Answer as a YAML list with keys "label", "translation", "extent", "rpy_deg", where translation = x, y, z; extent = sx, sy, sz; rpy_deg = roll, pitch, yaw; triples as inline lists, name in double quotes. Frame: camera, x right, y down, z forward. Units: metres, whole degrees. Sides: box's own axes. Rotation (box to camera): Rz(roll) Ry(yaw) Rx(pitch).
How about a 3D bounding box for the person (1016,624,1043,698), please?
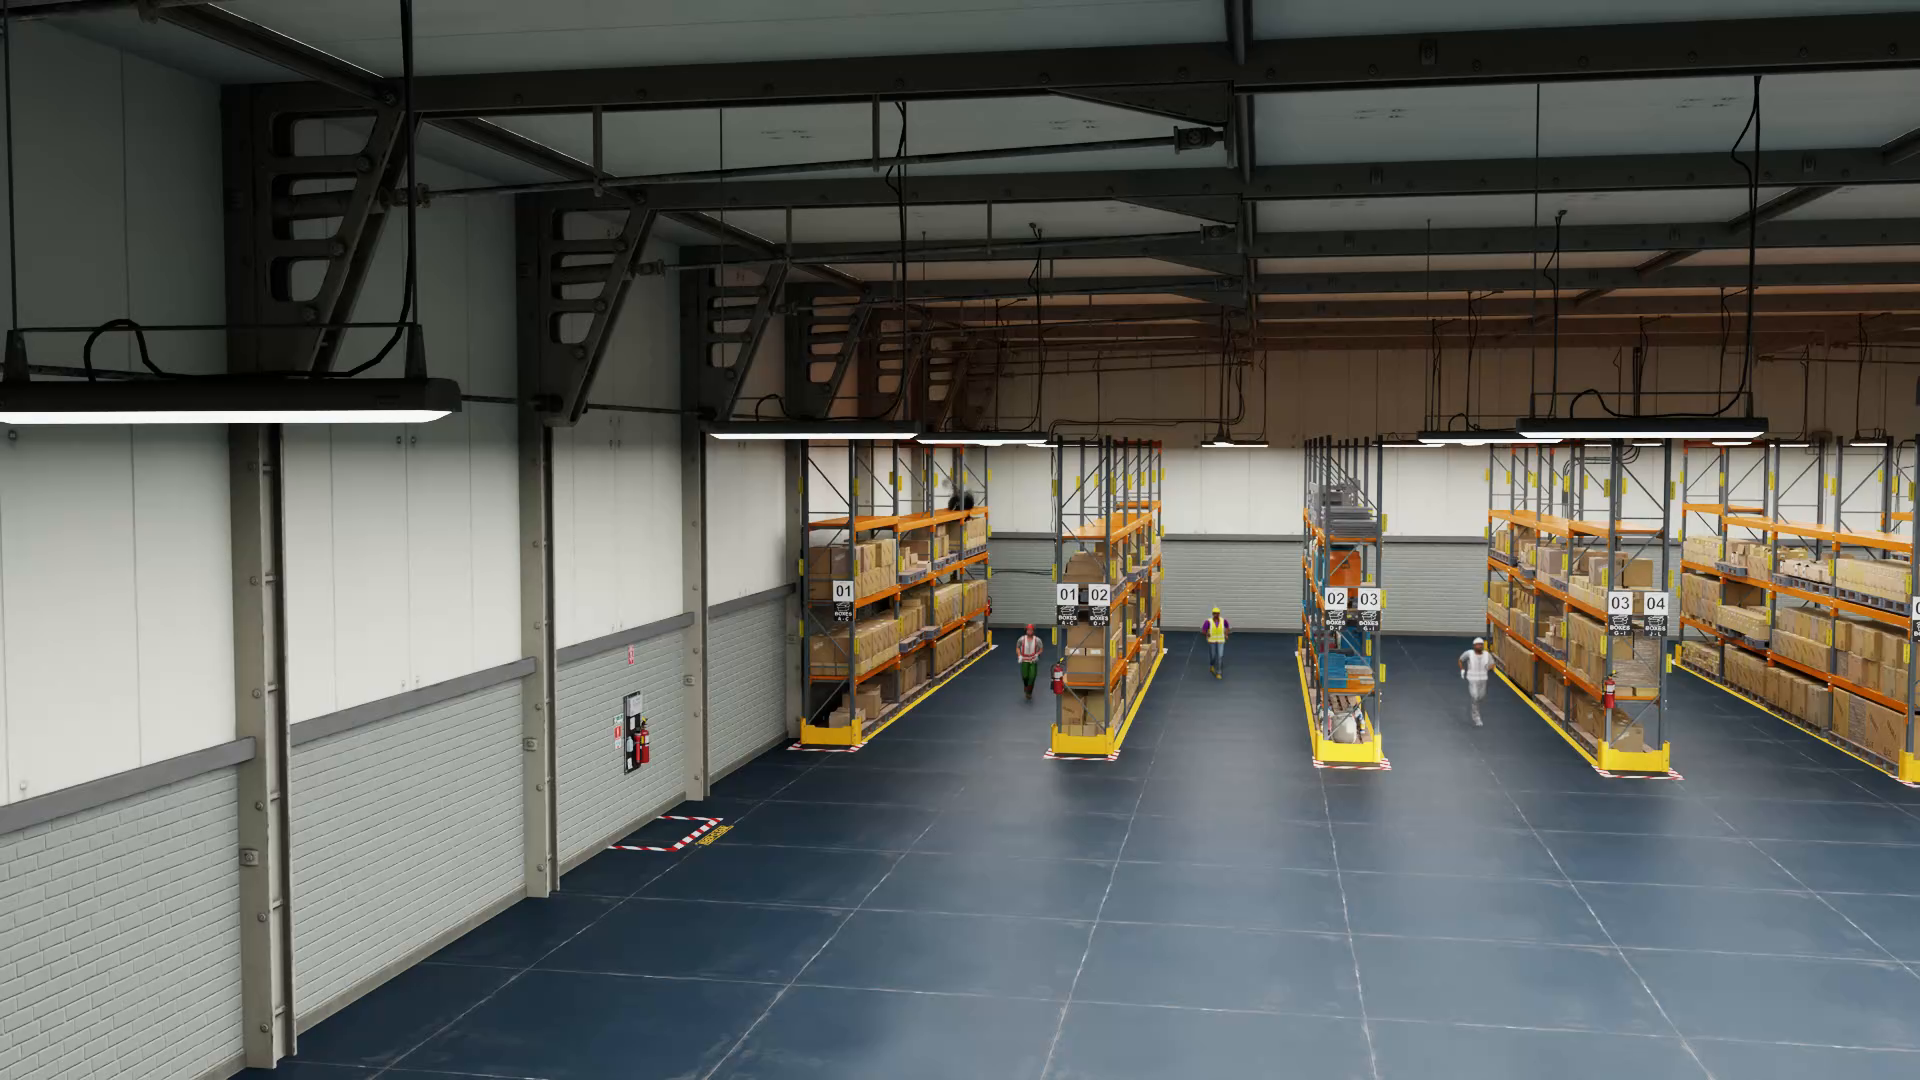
- label: "person"
  translation: [1.602, 2.798, 38.156]
  extent: [0.600, 1.729, 0.583]
  rpy_deg: [0, 3, -1]

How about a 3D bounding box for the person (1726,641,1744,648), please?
- label: "person"
  translation: [20.927, 2.491, 44.922]
  extent: [0.616, 1.597, 0.617]
  rpy_deg: [-2, 4, -34]

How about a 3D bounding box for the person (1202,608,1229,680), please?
- label: "person"
  translation: [6.434, 2.580, 41.781]
  extent: [0.700, 1.772, 0.963]
  rpy_deg: [0, 3, 2]

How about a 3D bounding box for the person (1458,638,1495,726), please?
- label: "person"
  translation: [10.788, 2.923, 34.625]
  extent: [0.686, 1.788, 0.893]
  rpy_deg: [0, 3, -3]
